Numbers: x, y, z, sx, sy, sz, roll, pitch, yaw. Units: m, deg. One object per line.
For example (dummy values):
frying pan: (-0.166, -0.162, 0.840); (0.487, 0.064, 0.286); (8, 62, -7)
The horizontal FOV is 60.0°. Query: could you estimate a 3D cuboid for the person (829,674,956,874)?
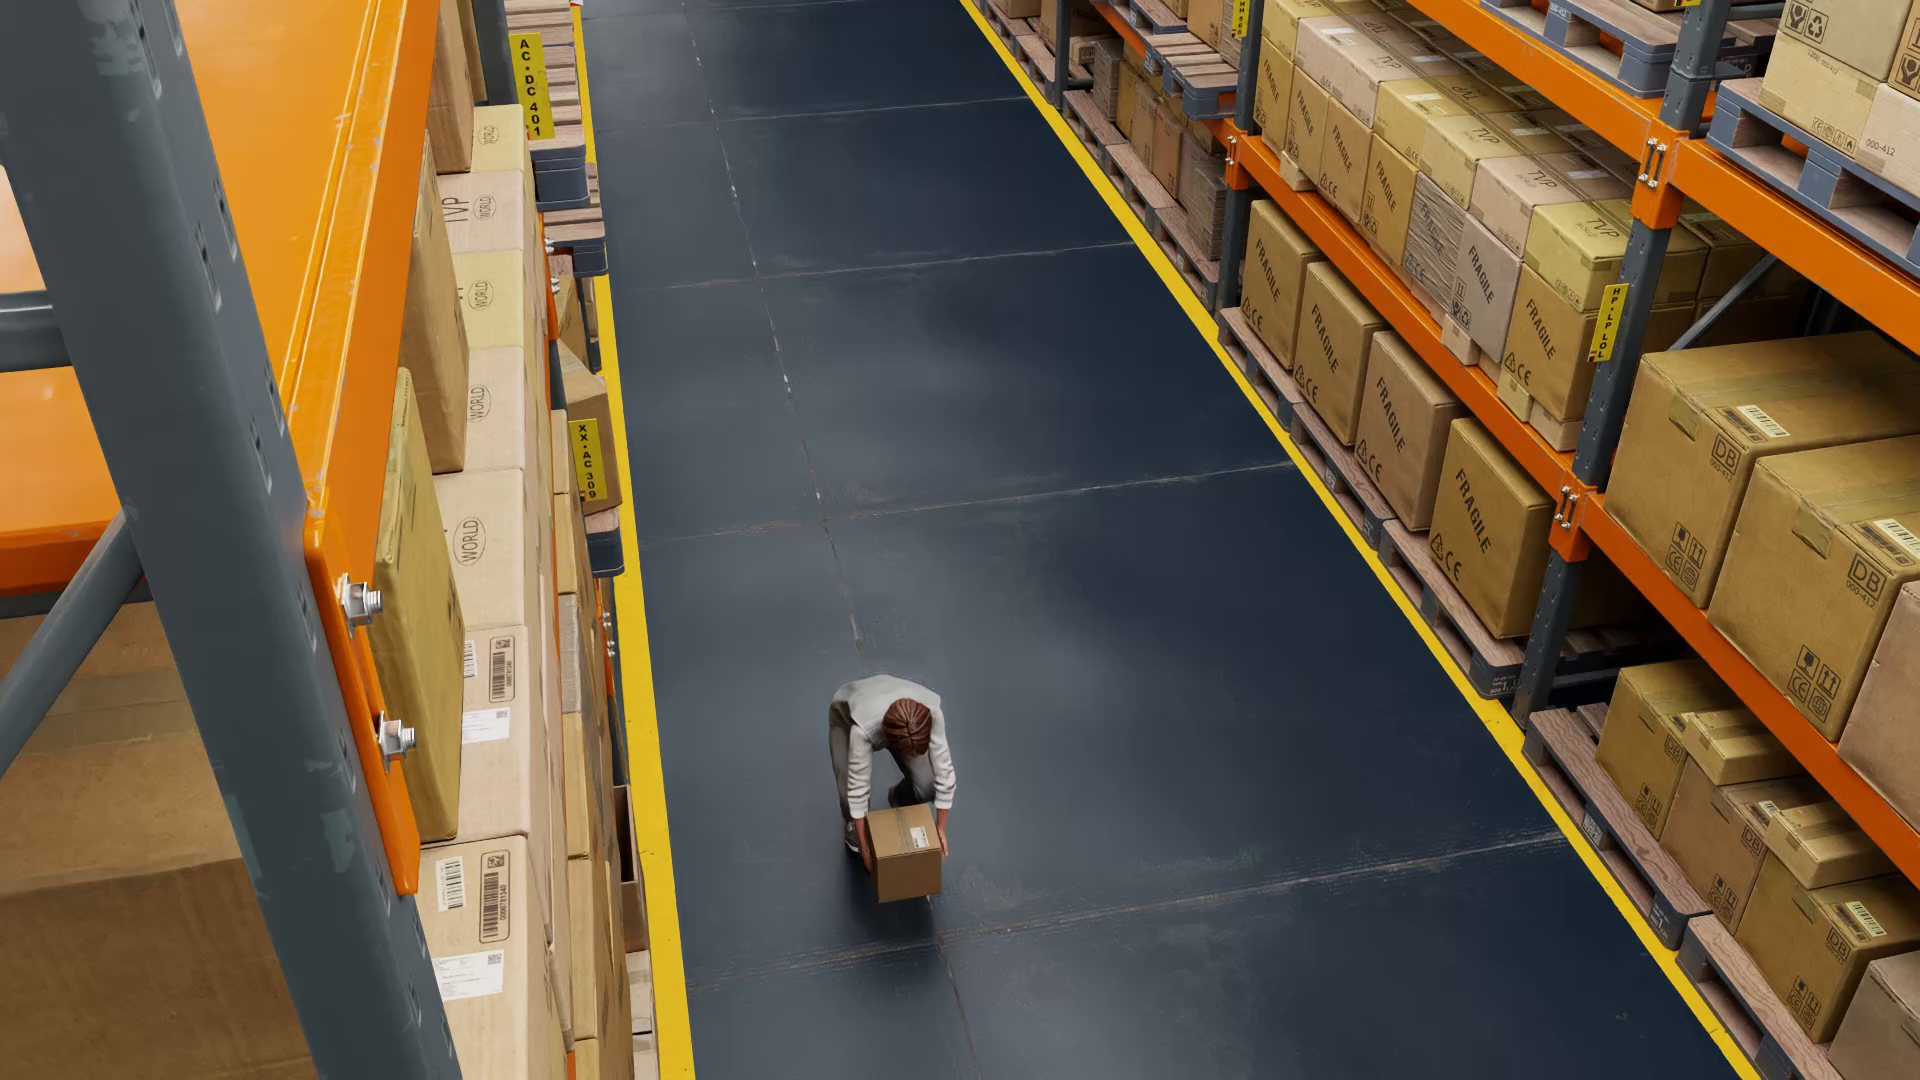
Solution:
person: (-0.283, 0.876, 6.672); (0.451, 0.948, 0.784); (-7, 36, -11)
